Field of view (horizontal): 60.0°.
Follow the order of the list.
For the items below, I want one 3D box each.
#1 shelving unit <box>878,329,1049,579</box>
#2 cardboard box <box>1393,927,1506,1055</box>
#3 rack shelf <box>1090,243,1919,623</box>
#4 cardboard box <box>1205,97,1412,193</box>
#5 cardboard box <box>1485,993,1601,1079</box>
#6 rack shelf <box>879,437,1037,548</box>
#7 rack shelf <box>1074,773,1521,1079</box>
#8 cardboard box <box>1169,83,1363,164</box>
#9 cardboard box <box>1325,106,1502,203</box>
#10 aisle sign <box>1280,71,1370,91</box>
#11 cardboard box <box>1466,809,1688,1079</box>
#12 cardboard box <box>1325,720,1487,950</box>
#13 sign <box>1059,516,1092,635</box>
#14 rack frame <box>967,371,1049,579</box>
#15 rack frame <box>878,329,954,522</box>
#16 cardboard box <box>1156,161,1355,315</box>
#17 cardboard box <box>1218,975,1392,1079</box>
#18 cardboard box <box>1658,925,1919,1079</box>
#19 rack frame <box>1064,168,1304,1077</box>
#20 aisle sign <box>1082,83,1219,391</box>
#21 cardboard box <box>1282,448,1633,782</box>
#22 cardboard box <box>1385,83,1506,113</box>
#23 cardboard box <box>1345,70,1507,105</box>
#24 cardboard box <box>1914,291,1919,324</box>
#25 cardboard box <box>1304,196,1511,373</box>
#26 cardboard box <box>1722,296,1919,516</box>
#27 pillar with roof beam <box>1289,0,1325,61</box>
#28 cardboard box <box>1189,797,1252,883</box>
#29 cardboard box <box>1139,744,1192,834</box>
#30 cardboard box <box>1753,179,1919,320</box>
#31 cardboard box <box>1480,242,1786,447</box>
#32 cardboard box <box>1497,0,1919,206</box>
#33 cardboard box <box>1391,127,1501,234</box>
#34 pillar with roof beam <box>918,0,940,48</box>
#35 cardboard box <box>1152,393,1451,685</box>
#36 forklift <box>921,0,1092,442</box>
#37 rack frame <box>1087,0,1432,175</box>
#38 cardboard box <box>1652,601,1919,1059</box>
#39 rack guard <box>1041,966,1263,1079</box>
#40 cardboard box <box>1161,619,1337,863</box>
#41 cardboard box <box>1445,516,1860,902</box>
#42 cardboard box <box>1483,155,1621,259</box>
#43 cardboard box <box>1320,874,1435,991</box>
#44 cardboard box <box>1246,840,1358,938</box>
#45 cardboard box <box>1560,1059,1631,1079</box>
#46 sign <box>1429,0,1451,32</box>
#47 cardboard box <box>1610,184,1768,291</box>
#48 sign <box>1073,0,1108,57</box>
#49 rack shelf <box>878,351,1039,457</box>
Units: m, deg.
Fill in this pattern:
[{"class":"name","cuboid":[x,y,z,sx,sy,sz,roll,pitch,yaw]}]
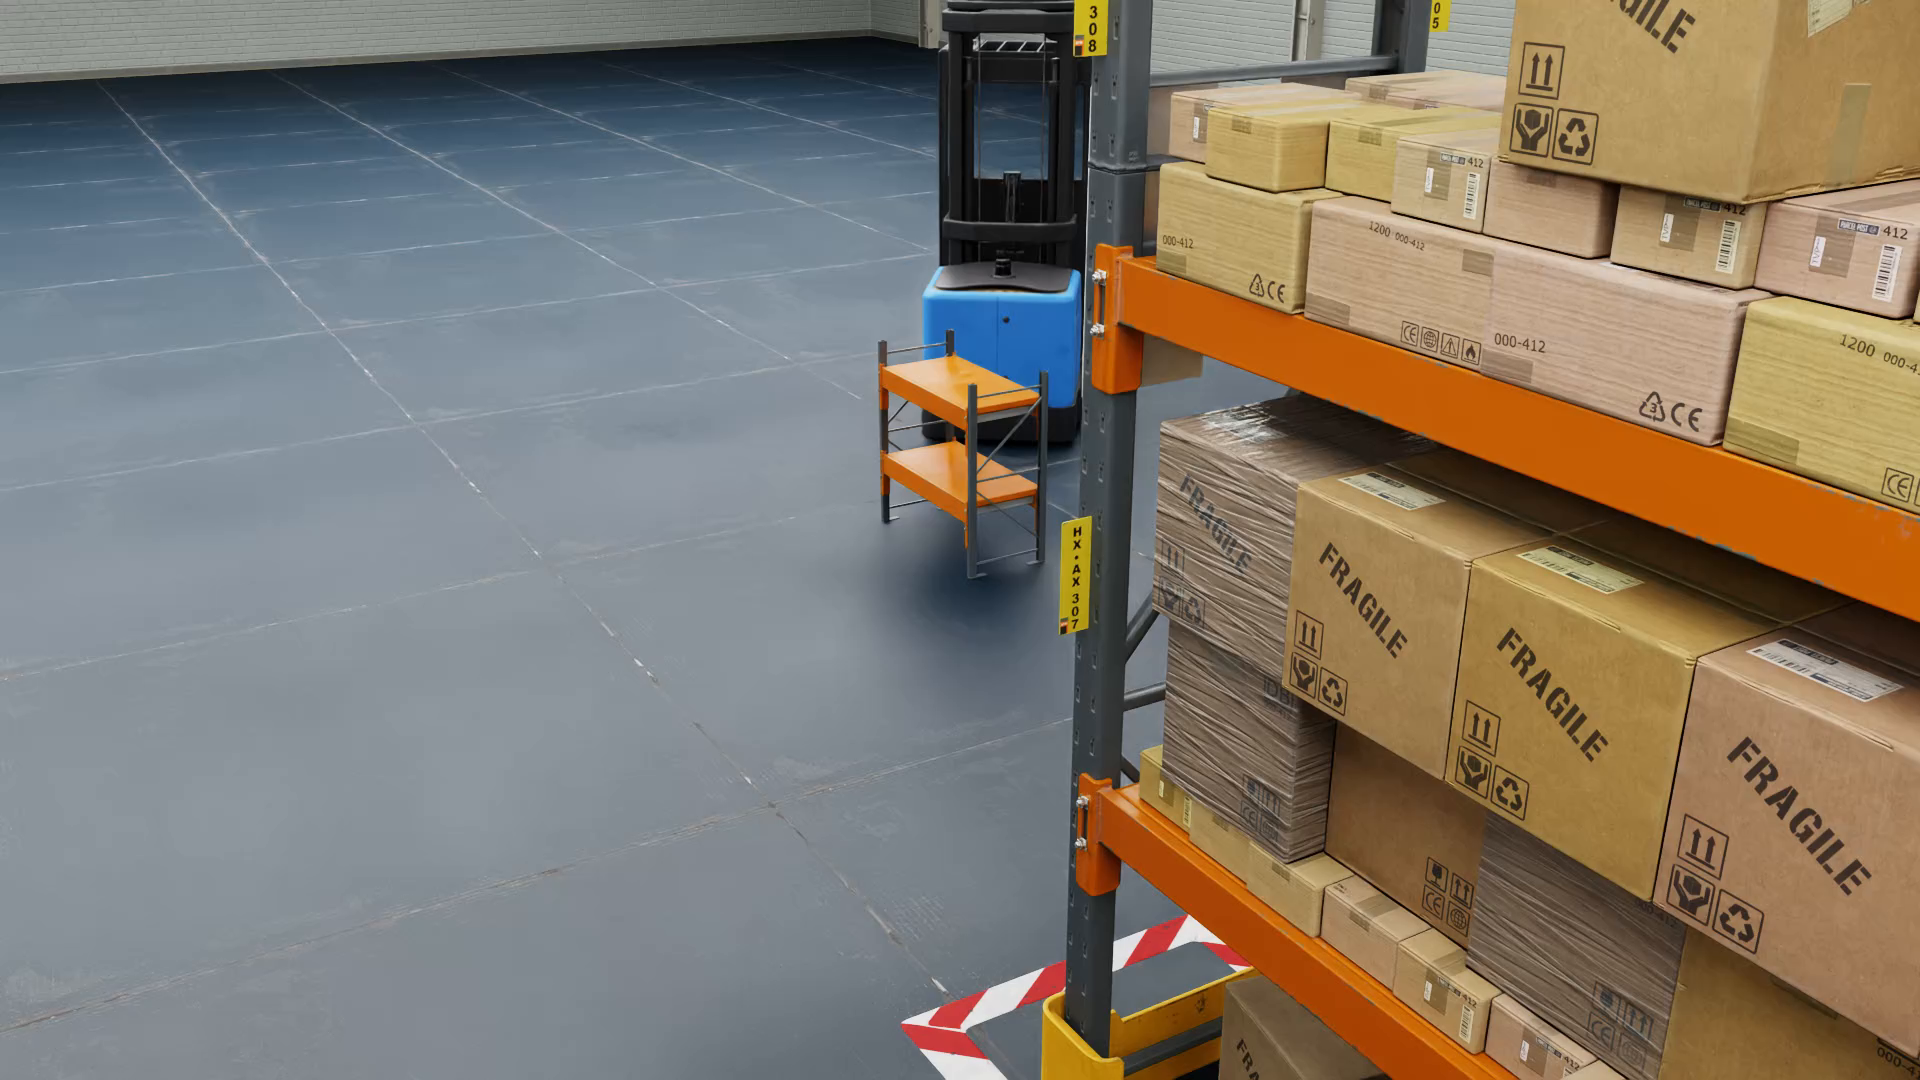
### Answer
[{"class":"shelving unit","cuboid":[0.003,-0.519,9.594,0.538,1.125,1.048,-13,25,-28]},{"class":"cardboard box","cuboid":[1.211,0.975,3.762,0.380,0.149,0.250,-13,25,-28]},{"class":"rack shelf","cuboid":[1.799,-0.016,2.839,1.077,0.370,4.000,-13,25,-28]},{"class":"cardboard box","cuboid":[0.768,-0.876,3.668,0.380,0.149,0.250,-12,25,-27]},{"class":"cardboard box","cuboid":[1.362,1.051,3.576,0.380,0.149,0.250,-13,25,-28]},{"class":"rack shelf","cuboid":[0.003,-0.292,9.686,0.538,0.278,1.000,-13,25,-28]},{"class":"rack shelf","cuboid":[1.799,1.374,3.404,1.077,0.370,4.000,-13,25,-28]},{"class":"cardboard box","cuboid":[0.719,-0.978,3.921,0.380,0.149,0.250,-13,25,-29]},{"class":"cardboard box","cuboid":[1.003,-0.818,3.526,0.380,0.149,0.250,-13,26,-29]},{"class":"aisle sign","cuboid":[1.003,-0.889,4.563,0.394,0.787,0.004,-13,25,-28]},{"class":"cardboard box","cuboid":[1.611,0.701,3.575,0.875,0.500,0.500,-13,25,-28]},{"class":"cardboard box","cuboid":[1.393,0.531,3.994,0.875,0.500,0.500,-13,25,-28]},{"class":"sign","cuboid":[0.311,0.096,4.441,0.100,0.325,0.005,-13,25,-28]},{"class":"rack frame","cuboid":[0.263,-0.354,9.189,0.500,1.125,0.032,-13,25,-28]},{"class":"rack frame","cuboid":[-0.256,-0.683,9.999,0.500,1.125,0.032,-13,25,-28]},{"class":"cardboard box","cuboid":[0.801,-0.721,3.818,0.500,0.250,0.500,-12,25,-27]},{"class":"cardboard box","cuboid":[1.082,1.562,4.747,0.500,0.500,0.500,-8,23,-18]},{"class":"cardboard box","cuboid":[1.857,0.865,3.171,0.875,0.500,0.500,-13,25,-28]},{"class":"rack frame","cuboid":[0.777,0.393,4.861,1.000,3.000,0.127,-13,25,-28]},{"class":"aisle sign","cuboid":[0.488,-0.774,4.279,0.394,0.787,0.004,-13,25,-28]},{"class":"cardboard box","cuboid":[1.073,0.139,3.629,0.500,0.500,0.500,-13,25,-28]},{"class":"cardboard box","cuboid":[1.219,-0.975,3.913,0.380,0.149,0.250,-14,26,-30]},{"class":"cardboard box","cuboid":[1.187,-1.082,4.176,0.380,0.149,0.250,-13,25,-28]},{"class":"cardboard box","cuboid":[1.666,-0.396,2.489,0.380,0.149,0.250,-14,26,-30]},{"class":"cardboard box","cuboid":[1.070,-0.556,3.411,0.500,0.250,0.500,-13,26,-29]},{"class":"cardboard box","cuboid":[1.590,-0.227,2.602,0.500,0.250,0.500,-12,25,-27]},{"class":"pillar with roof beam","cuboid":[1.758,-10.183,22.913,9.100,9.000,0.400,-13,25,-28]},{"class":"cardboard box","cuboid":[0.829,0.732,4.360,0.380,0.149,0.250,-13,25,-28]},{"class":"cardboard box","cuboid":[0.718,0.648,4.568,0.380,0.149,0.250,-13,25,-28]},{"class":"cardboard box","cuboid":[1.522,-0.479,2.692,0.380,0.149,0.250,-13,25,-29]},{"class":"cardboard box","cuboid":[1.319,-0.395,3.014,0.500,0.250,0.500,-13,25,-28]},{"class":"cardboard box","cuboid":[1.303,-0.880,2.817,0.500,0.500,0.500,-13,25,-28]},{"class":"cardboard box","cuboid":[1.081,-0.716,3.275,0.380,0.149,0.250,-12,25,-26]},{"class":"pillar with roof beam","cuboid":[-4.372,-14.067,32.470,9.100,9.000,0.400,-13,25,-28]},{"class":"cardboard box","cuboid":[0.824,-0.024,4.031,0.500,0.500,0.500,-13,25,-28]},{"class":"forklift","cuboid":[0.421,-2.539,12.164,1.130,2.935,3.031,3,22,6]},{"class":"rack frame","cuboid":[0.777,-2.386,3.731,1.000,3.000,0.127,-13,25,-28]},{"class":"cardboard box","cuboid":[1.590,0.462,2.836,0.500,0.500,0.500,-13,25,-28]},{"class":"rack guard","cuboid":[0.816,1.576,5.271,1.175,0.500,0.348,-13,25,-28]},{"class":"cardboard box","cuboid":[1.035,0.392,4.335,0.875,0.500,0.500,-13,25,-28]},{"class":"cardboard box","cuboid":[1.330,0.301,3.232,0.500,0.500,0.500,-13,25,-28]},{"class":"cardboard box","cuboid":[1.202,-0.636,3.079,0.380,0.149,0.250,-13,25,-28]},{"class":"cardboard box","cuboid":[1.089,0.893,3.965,0.380,0.149,0.250,-13,25,-28]},{"class":"cardboard box","cuboid":[0.944,0.816,4.154,0.380,0.149,0.250,-13,25,-28]},{"class":"cardboard box","cuboid":[1.401,1.152,3.328,0.380,0.149,0.250,-13,25,-28]},{"class":"sign","cuboid":[1.265,-1.507,4.376,0.100,0.325,0.005,-13,25,-28]},{"class":"cardboard box","cuboid":[1.354,-0.551,2.869,0.380,0.149,0.250,-14,26,-31]},{"class":"sign","cuboid":[0.311,-1.297,3.875,0.100,0.325,0.005,-13,25,-28]},{"class":"rack shelf","cuboid":[0.003,-0.790,9.484,0.538,0.278,1.000,-13,25,-28]}]
